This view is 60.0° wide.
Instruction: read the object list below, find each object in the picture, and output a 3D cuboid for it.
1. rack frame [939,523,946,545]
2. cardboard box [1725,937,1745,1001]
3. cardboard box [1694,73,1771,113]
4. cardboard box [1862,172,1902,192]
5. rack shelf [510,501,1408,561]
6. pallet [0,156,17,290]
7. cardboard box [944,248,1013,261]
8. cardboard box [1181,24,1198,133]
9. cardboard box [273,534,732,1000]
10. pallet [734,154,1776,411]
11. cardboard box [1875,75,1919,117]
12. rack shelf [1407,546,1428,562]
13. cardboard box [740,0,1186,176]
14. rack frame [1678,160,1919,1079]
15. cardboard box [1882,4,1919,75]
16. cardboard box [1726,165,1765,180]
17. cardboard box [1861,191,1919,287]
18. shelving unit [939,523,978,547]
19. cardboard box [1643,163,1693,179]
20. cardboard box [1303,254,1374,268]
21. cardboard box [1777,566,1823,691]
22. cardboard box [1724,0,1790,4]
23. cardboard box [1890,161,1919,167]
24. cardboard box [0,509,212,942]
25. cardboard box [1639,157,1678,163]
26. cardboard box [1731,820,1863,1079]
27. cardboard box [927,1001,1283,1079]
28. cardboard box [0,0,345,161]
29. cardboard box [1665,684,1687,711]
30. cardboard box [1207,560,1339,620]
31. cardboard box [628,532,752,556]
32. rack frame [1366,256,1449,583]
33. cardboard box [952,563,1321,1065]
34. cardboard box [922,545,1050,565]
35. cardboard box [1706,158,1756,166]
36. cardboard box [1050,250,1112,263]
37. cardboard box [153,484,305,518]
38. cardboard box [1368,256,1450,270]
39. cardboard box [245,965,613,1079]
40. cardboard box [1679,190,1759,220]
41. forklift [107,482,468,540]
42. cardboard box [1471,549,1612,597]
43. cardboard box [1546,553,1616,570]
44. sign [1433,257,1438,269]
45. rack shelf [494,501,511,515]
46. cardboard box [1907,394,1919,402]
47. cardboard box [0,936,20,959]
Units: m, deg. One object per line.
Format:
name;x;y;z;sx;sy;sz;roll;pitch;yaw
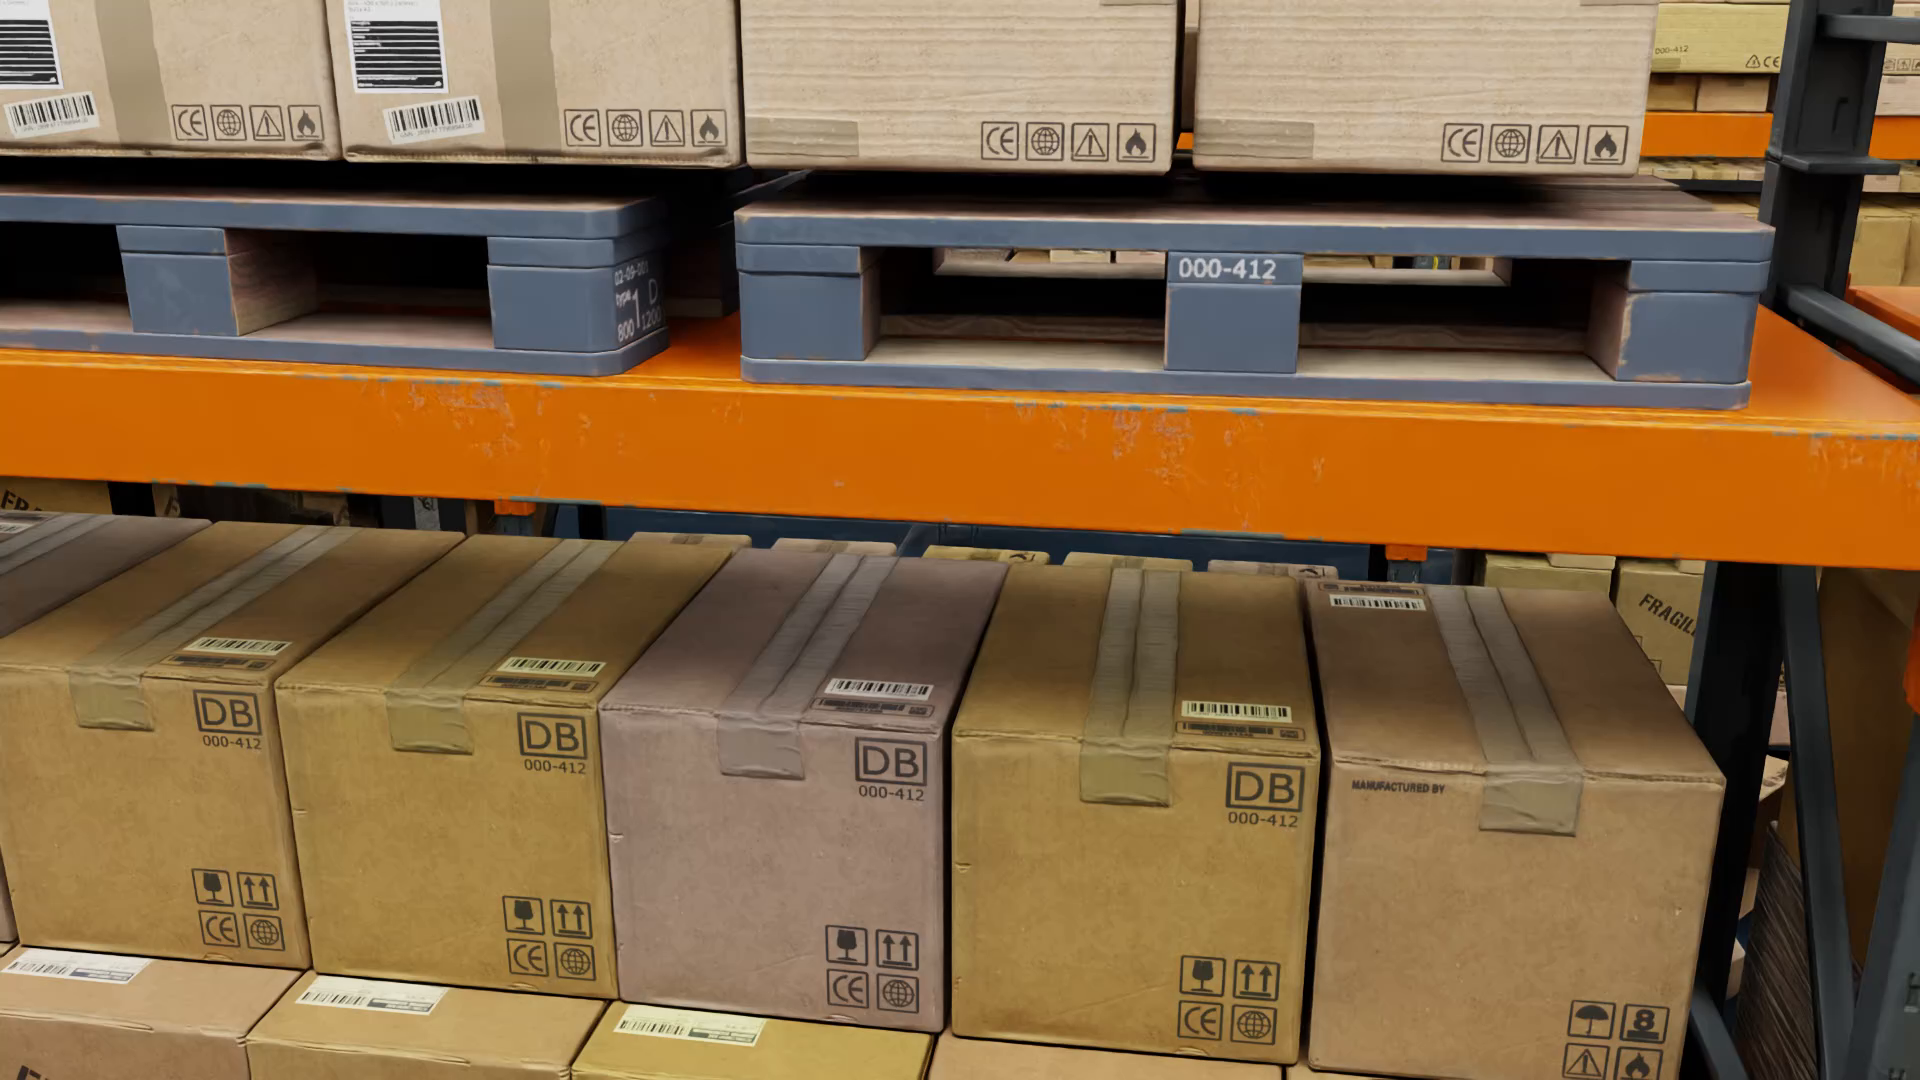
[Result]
rack frame;-0.108;-0.432;10.177;0.006;0.900;0.240;3;19;9
cardboard box;2.433;1.420;5.640;0.396;0.266;0.258;-11;21;-29
cardboard box;2.991;-1.767;6.525;0.250;0.149;0.380;3;19;10
cardboard box;6.067;-2.394;11.083;0.250;0.149;0.380;3;19;9
rack shelf;-0.005;-0.349;7.753;4.000;0.370;1.077;3;19;9
pallet;-2.021;-0.552;2.796;1.003;0.211;1.213;4;19;11
cardboard box;-0.039;-1.007;7.298;0.500;0.500;0.500;2;19;7
cardboard box;0.299;-0.714;2.558;0.380;0.149;0.250;3;19;9
cardboard box;-0.713;0.345;2.812;0.500;0.500;0.700;3;19;8
pallet;0.371;-0.396;2.334;1.217;0.209;0.805;2;19;6
cardboard box;3.497;-1.708;6.349;0.250;0.149;0.380;3;19;8
rack shelf;3.944;-0.148;7.151;4.000;0.370;1.077;3;19;9
cardboard box;0.030;-0.625;2.133;0.500;0.250;0.500;3;19;8
rack frame;1.284;0.966;2.688;0.127;3.000;1.000;3;19;9
cardboard box;3.363;-1.922;6.360;0.500;0.250;0.500;3;19;9
cardboard box;5.295;-2.413;11.139;0.250;0.149;0.380;3;19;10
cardboard box;3.891;-1.098;6.656;0.500;0.500;0.700;3;19;8
shelving unit;-0.008;-0.427;10.162;0.210;0.900;0.258;3;19;9
cardboard box;4.800;-2.467;11.300;0.250;0.149;0.380;3;19;9
cardboard box;1.477;-0.929;7.063;0.500;0.500;0.500;3;19;8
cardboard box;3.551;0.324;7.098;0.500;0.500;0.500;4;19;12
cardboard box;3.004;-2.111;6.298;0.250;0.149;0.380;3;19;8
cardboard box;6.405;-2.523;11.469;0.250;0.149;0.380;3;19;8
cardboard box;-1.724;0.294;2.963;0.500;0.500;0.700;3;19;8
cardboard box;4.882;-2.610;11.728;0.250;0.149;0.380;3;19;9
cardboard box;1.650;0.910;2.620;0.550;0.550;0.875;3;19;9
cardboard box;0.227;0.951;2.576;0.500;0.500;0.500;3;19;8
cardboard box;-0.984;-0.705;2.278;0.500;0.311;0.500;3;19;8
cardboard box;3.038;0.653;7.296;0.500;0.250;0.500;4;19;12
cardboard box;1.451;0.432;7.765;0.625;0.372;0.950;3;19;9
cardboard box;-1.424;0.288;8.196;0.625;0.372;0.950;2;19;5
rack frame;1.969;-0.590;7.338;0.127;3.000;1.000;3;19;9
cardboard box;0.285;0.396;2.658;0.500;0.500;0.700;3;19;8
cardboard box;0.054;0.362;7.973;0.625;0.372;0.950;4;19;10
cardboard box;5.382;-2.579;11.634;0.250;0.149;0.380;4;19;10
cardboard box;0.521;-1.274;7.074;0.250;0.149;0.380;2;19;6
cardboard box;-3.529;-0.089;8.530;0.875;0.875;0.875;3;19;9
cardboard box;3.150;-2.088;11.659;0.500;0.500;0.500;2;19;7
cardboard box;-0.773;0.901;2.726;0.500;0.500;0.500;3;19;8
cardboard box;2.870;-1.130;6.750;0.500;0.500;0.700;3;19;9
forklift;-2.222;0.269;4.879;1.130;2.935;3.031;8;20;22
cardboard box;2.509;0.274;7.247;0.500;0.500;0.500;4;19;11
cardboard box;2.623;-0.009;7.069;0.250;0.149;0.380;3;19;9
sign;1.885;-0.965;6.634;0.005;0.325;0.100;3;19;9
rack shelf;-3.955;-0.550;8.355;4.000;0.370;1.077;3;19;9
cardboard box;3.855;-0.602;6.749;0.500;0.500;0.500;3;19;9
cardboard box;-1.763;0.849;2.880;0.500;0.500;0.500;3;19;8
